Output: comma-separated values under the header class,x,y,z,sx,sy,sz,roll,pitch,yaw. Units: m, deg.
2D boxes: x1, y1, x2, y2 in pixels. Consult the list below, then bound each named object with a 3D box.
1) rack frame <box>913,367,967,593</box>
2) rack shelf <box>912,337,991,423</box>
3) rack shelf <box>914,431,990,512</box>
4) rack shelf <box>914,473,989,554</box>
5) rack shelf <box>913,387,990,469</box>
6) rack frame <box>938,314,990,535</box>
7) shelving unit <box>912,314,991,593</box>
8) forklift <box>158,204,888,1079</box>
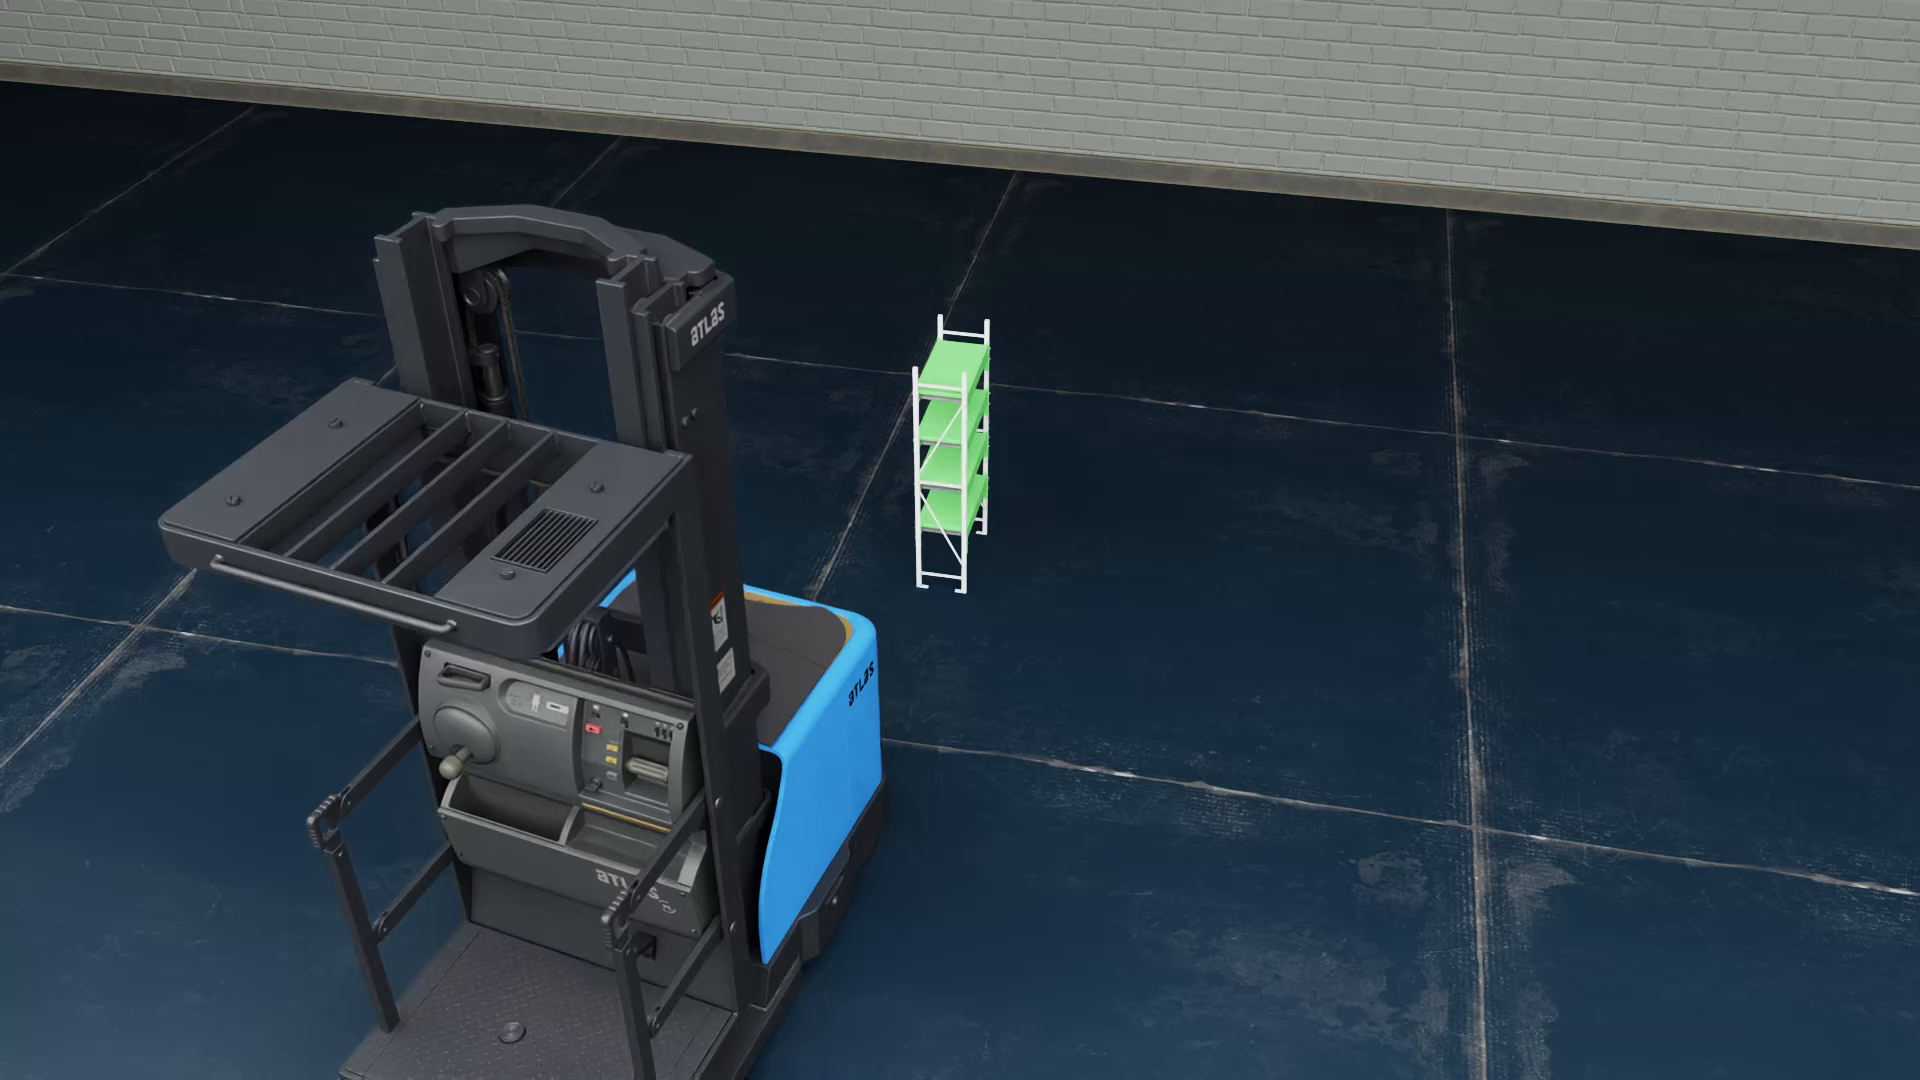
class,x,y,z,sx,sy,sz,roll,pitch,yaw
rack frame,-0.087,-0.251,7.574,0.240,1.200,0.015,7,37,10
rack shelf,-0.035,-0.728,7.523,0.258,0.148,0.480,7,37,10
rack shelf,-0.035,-0.339,7.804,0.258,0.148,0.480,7,37,10
rack shelf,-0.035,-0.145,7.945,0.258,0.148,0.480,7,37,10
rack shelf,-0.035,-0.534,7.664,0.258,0.148,0.480,7,37,10
rack frame,0.017,-0.531,7.960,0.240,1.200,0.015,7,37,10
shelving unit,-0.035,-0.391,7.767,0.258,1.200,0.503,7,37,10
forklift,-1.307,0.659,4.844,1.130,2.935,3.031,13,38,18
